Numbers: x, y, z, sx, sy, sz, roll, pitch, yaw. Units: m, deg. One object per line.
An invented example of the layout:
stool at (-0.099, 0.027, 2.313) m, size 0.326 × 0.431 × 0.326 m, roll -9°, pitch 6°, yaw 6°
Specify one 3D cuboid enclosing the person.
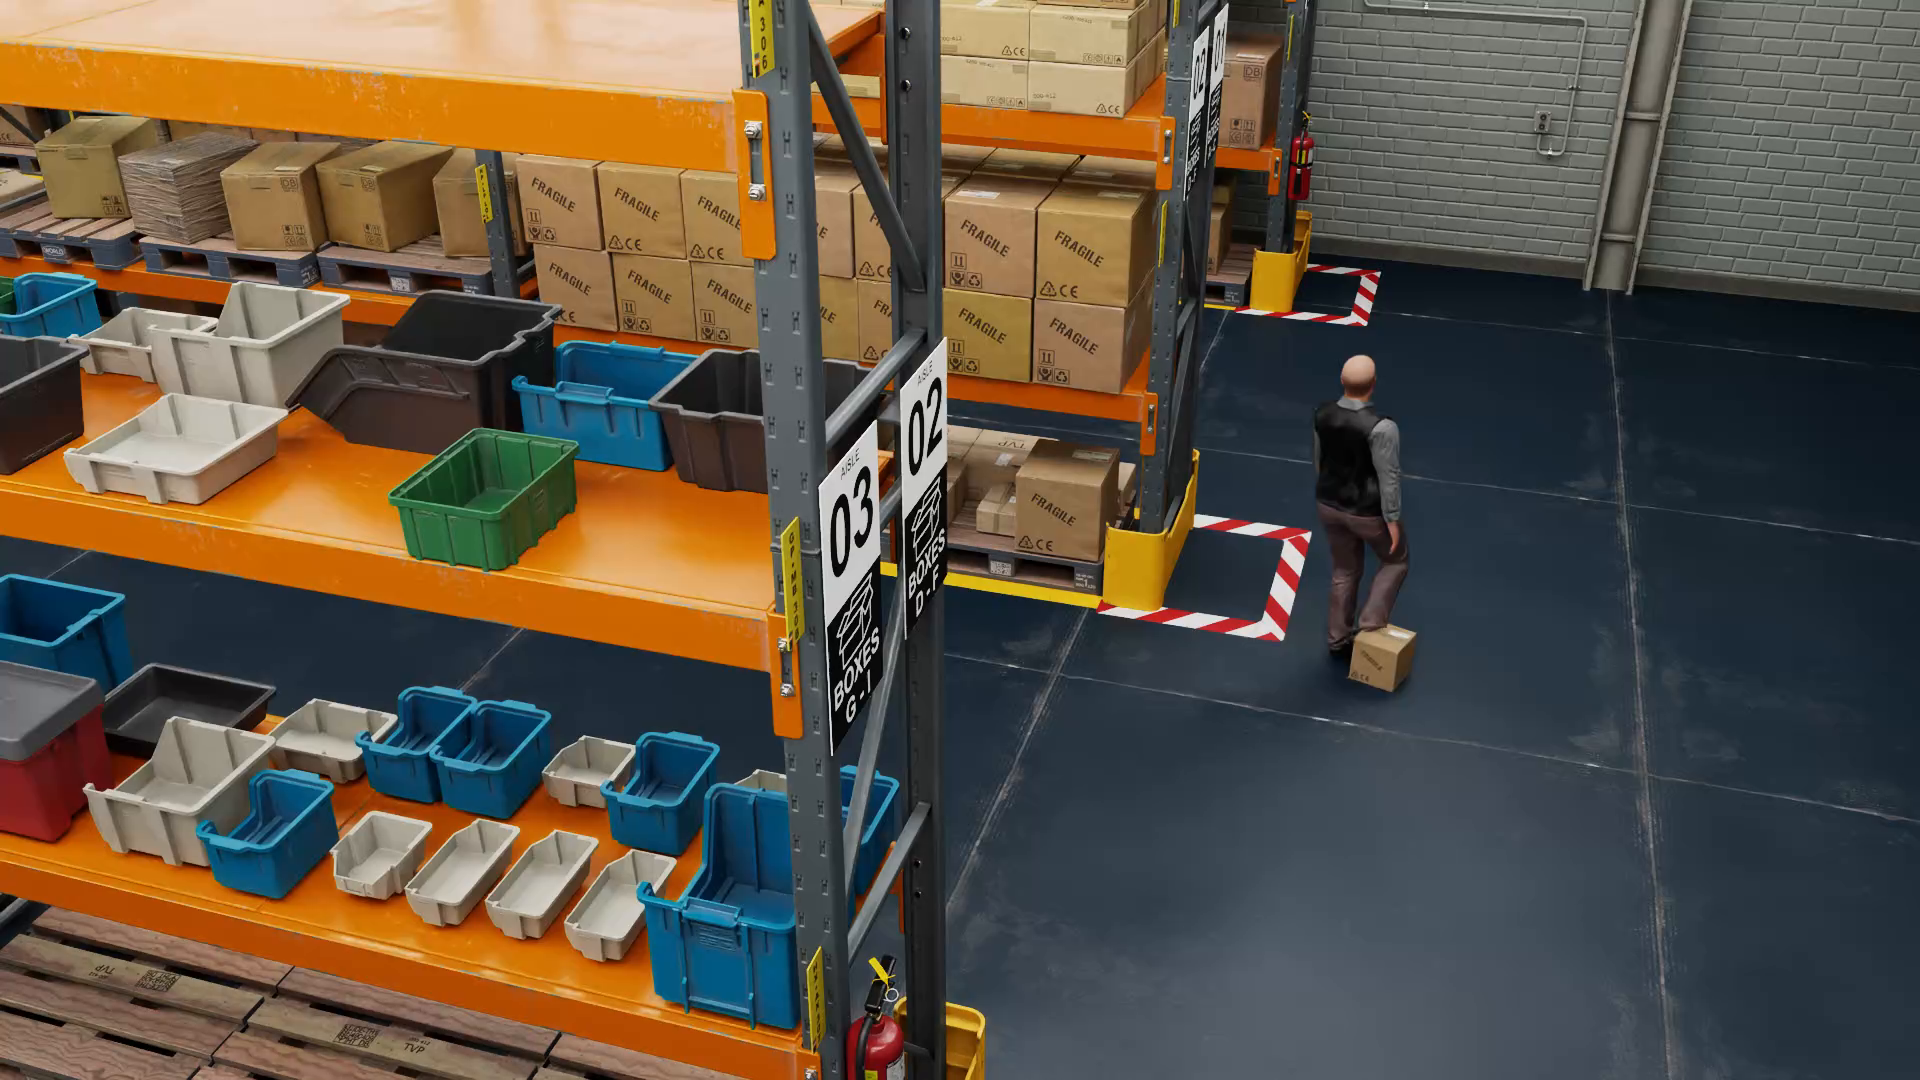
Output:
person at (2.142, -0.166, 8.830) m, size 0.457 × 1.733 × 0.609 m, roll -24°, pitch 37°, yaw -36°
